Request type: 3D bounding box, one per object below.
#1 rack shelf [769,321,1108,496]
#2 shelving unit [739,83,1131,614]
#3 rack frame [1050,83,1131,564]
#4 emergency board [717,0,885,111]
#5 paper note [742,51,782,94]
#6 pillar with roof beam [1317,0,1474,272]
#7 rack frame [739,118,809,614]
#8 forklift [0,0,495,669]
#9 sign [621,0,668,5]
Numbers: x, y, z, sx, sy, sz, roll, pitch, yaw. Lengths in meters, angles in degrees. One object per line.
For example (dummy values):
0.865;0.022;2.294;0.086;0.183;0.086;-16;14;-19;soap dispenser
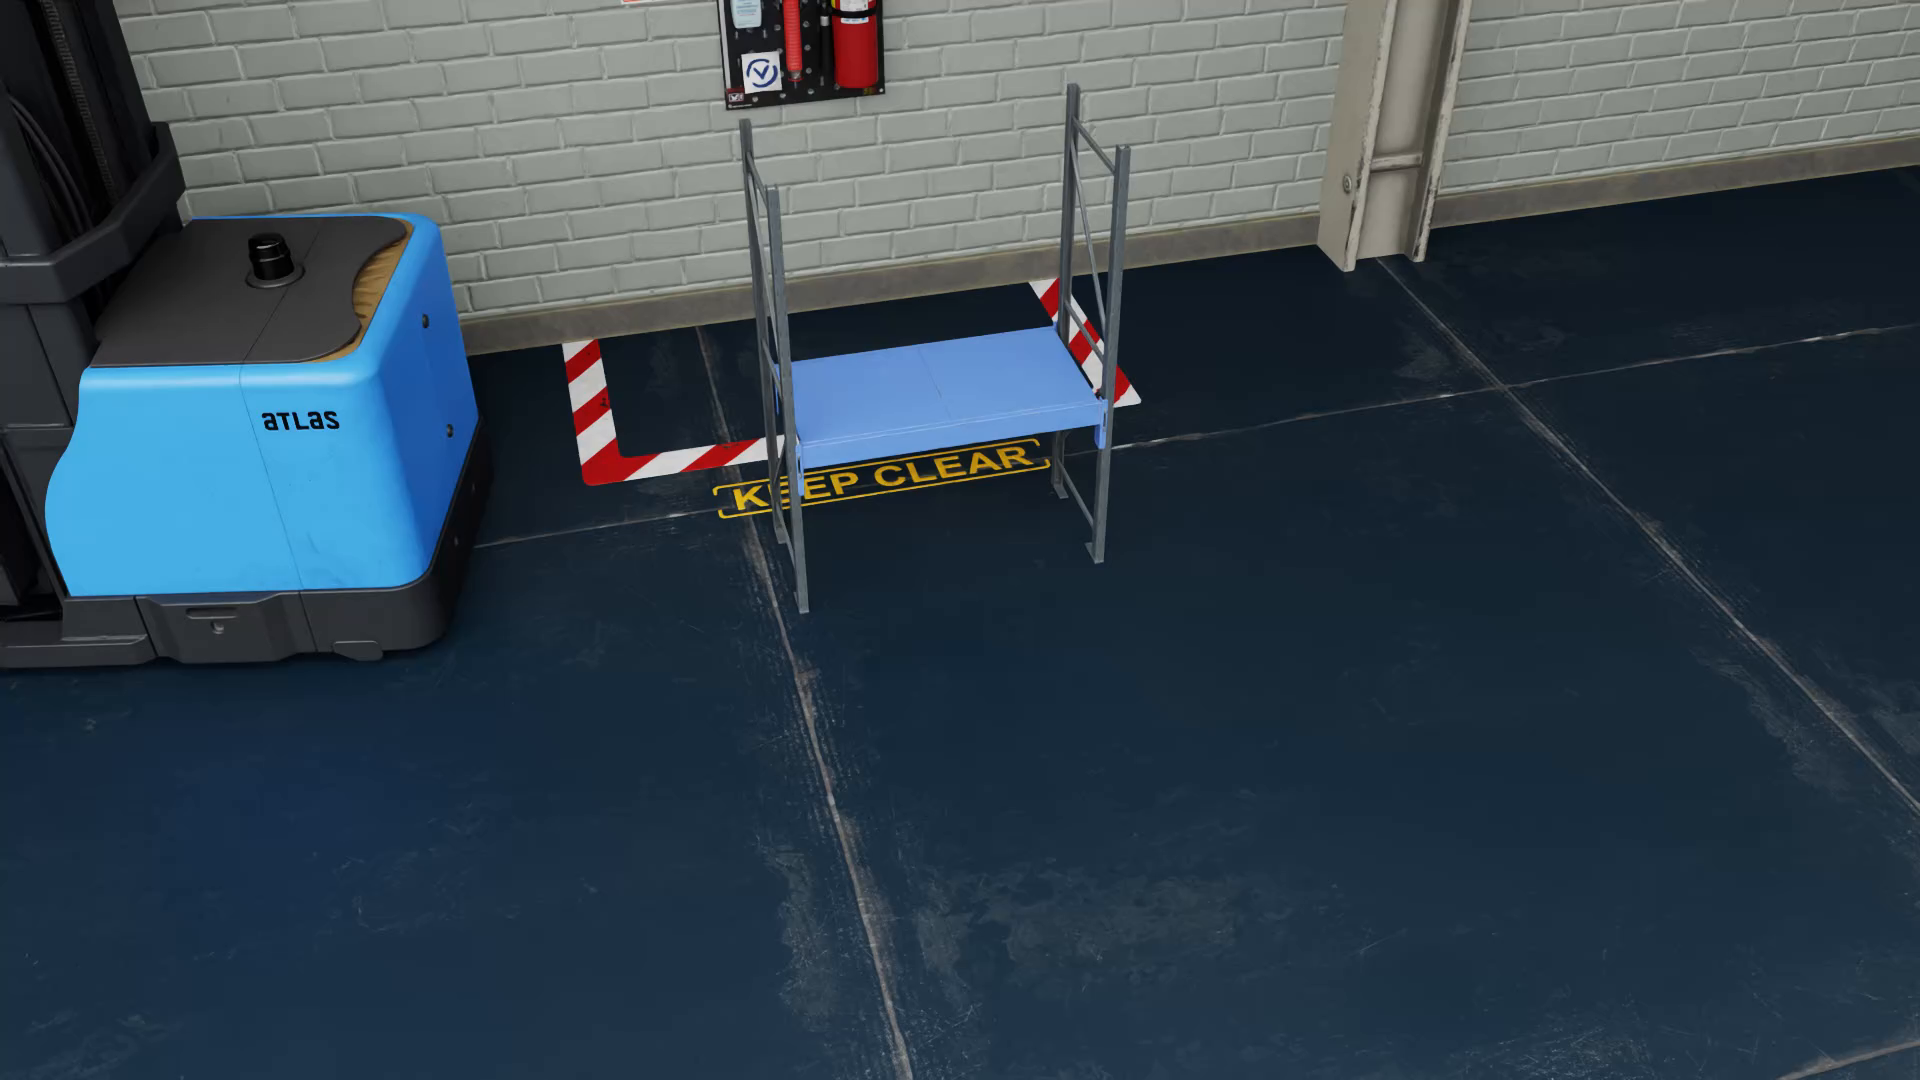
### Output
-0.082;-0.439;5.386;1.000;0.185;0.538;-9;38;-12;rack shelf
-0.082;-0.582;5.277;1.048;1.500;0.538;-9;38;-12;shelving unit
0.408;-0.663;5.382;0.032;1.500;0.500;-9;38;-12;rack frame
-0.566;-2.119;6.051;0.643;1.169;0.194;-9;38;-12;emergency board
-0.755;-1.782;6.335;0.142;0.148;0.016;-9;38;-12;paper note
2.952;-2.346;1.410;0.400;9.000;9.100;-9;38;-12;pillar with roof beam
-0.573;-0.502;5.171;0.032;1.500;0.500;-9;38;-12;rack frame
-3.158;-1.045;4.704;3.031;2.935;1.130;-2;37;-2;forklift
-1.126;-2.106;6.005;0.234;0.329;0.001;-9;38;-12;sign
